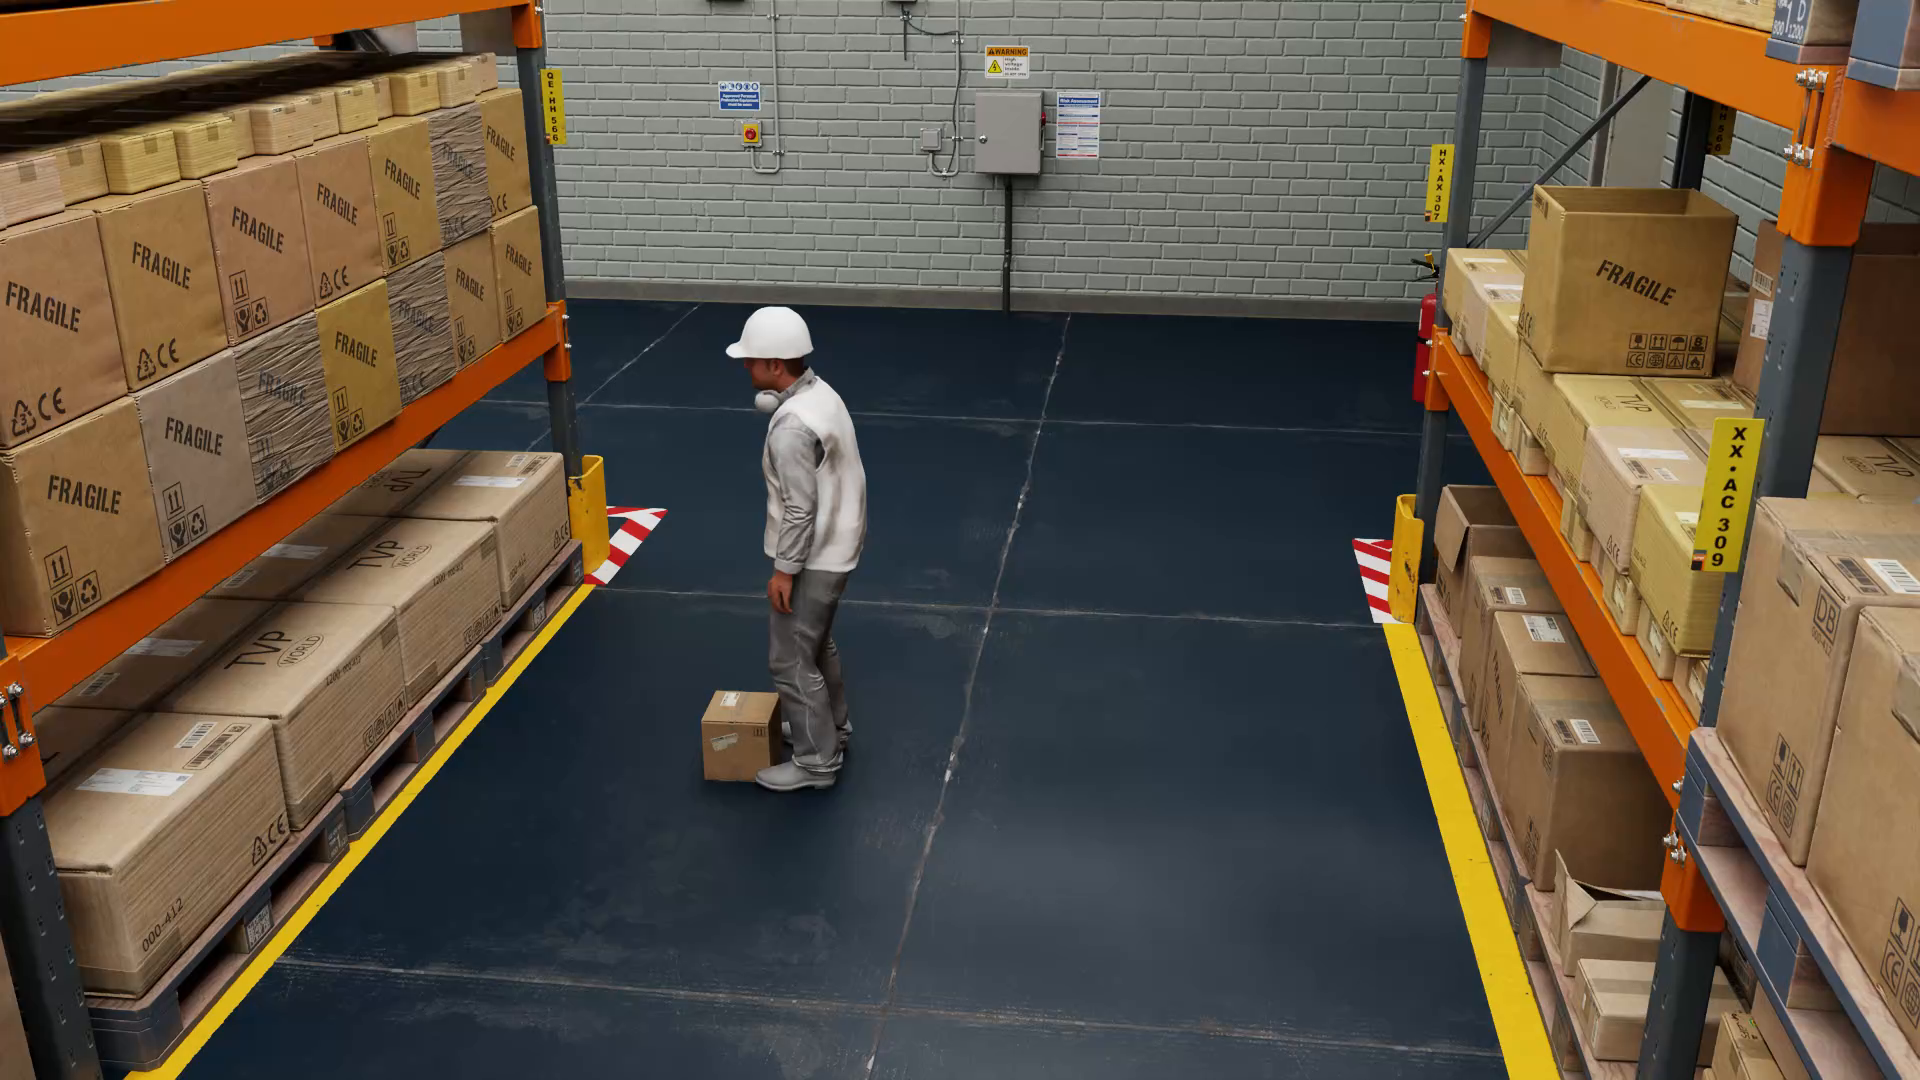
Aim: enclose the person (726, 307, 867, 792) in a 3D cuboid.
[{"bbox_3d":[-0.563,0.035,5.955,0.466,1.771,0.584,2,21,6],"label":"person"}]
